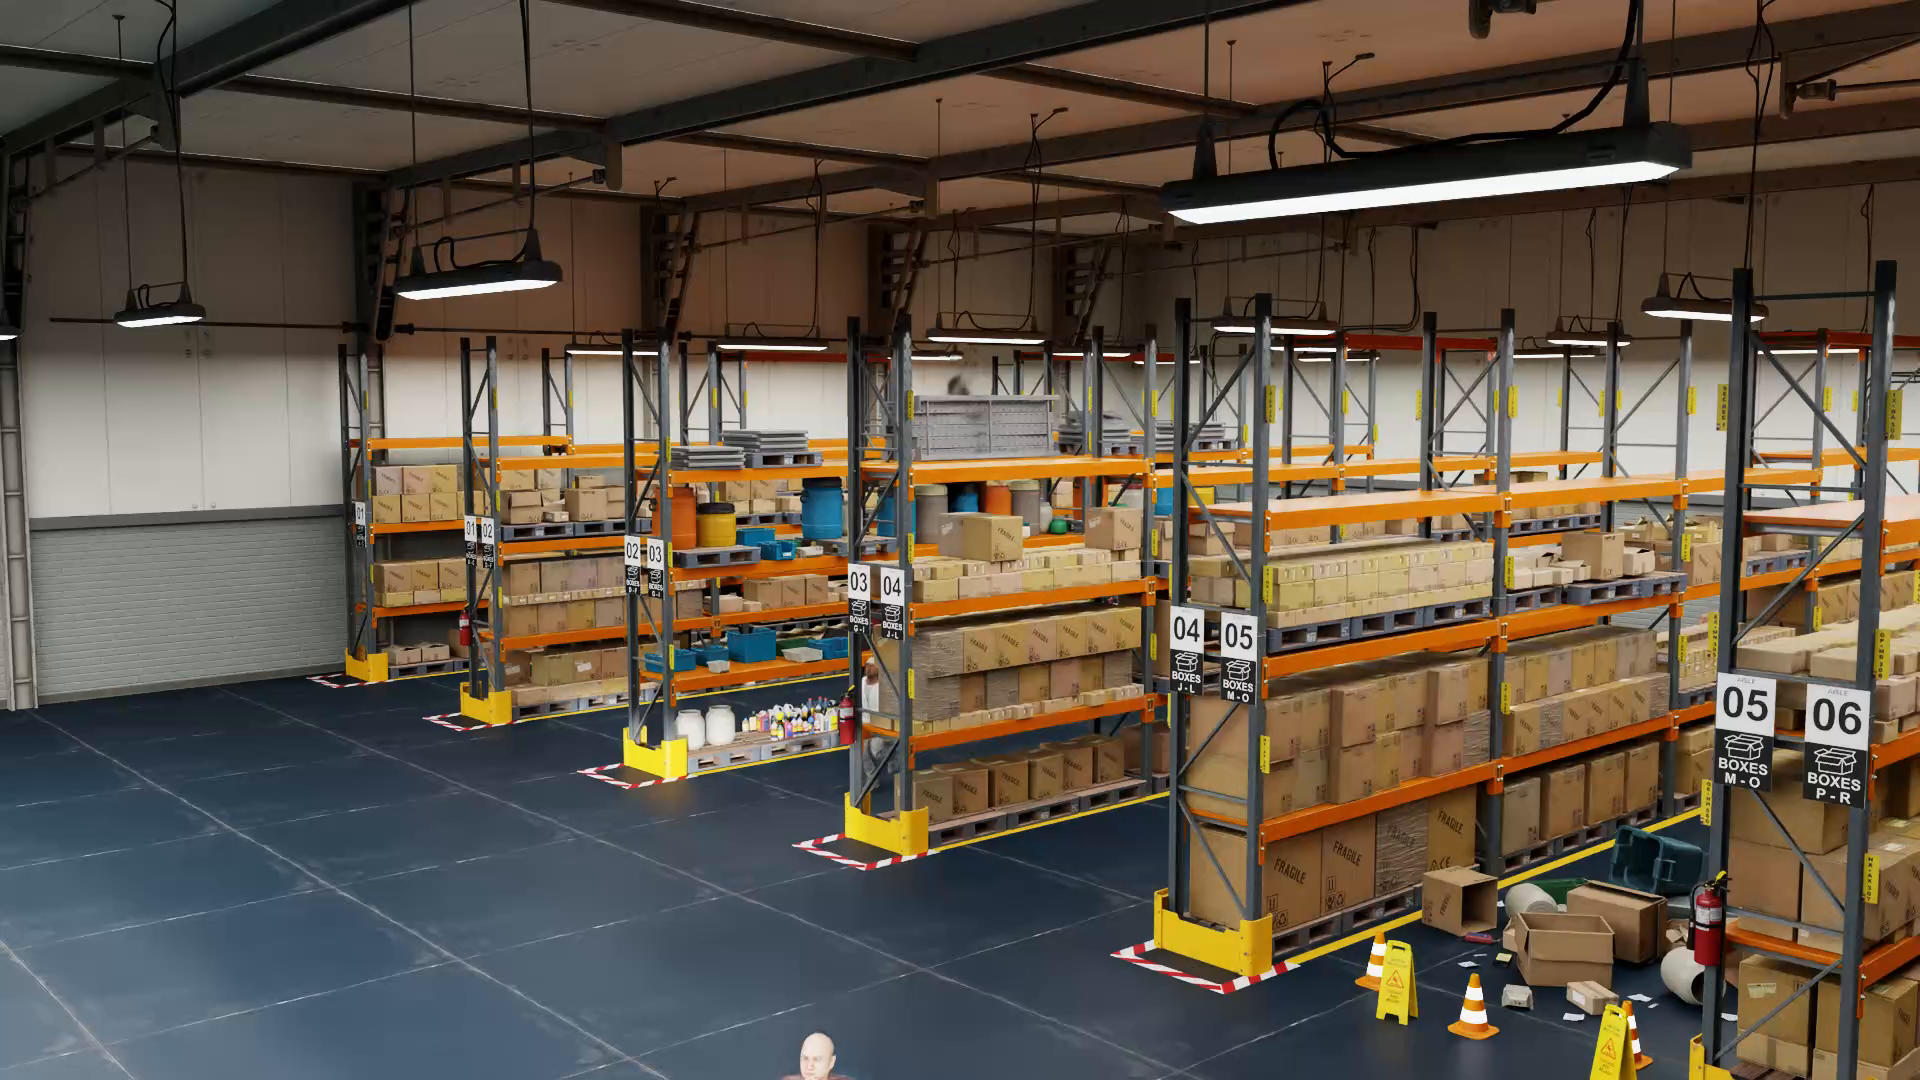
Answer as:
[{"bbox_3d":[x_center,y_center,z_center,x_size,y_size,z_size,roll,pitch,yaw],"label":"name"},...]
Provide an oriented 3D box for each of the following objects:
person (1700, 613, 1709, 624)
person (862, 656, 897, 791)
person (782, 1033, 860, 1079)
[{"bbox_3d":[11.586,2.035,25.797,0.690,1.657,0.747,-3,6,-33],"label":"person"},{"bbox_3d":[-1.105,2.373,21.598,0.721,1.736,0.623,2,6,25],"label":"person"},{"bbox_3d":[-0.705,3.486,8.944,0.712,1.776,0.874,1,5,10],"label":"person"}]
